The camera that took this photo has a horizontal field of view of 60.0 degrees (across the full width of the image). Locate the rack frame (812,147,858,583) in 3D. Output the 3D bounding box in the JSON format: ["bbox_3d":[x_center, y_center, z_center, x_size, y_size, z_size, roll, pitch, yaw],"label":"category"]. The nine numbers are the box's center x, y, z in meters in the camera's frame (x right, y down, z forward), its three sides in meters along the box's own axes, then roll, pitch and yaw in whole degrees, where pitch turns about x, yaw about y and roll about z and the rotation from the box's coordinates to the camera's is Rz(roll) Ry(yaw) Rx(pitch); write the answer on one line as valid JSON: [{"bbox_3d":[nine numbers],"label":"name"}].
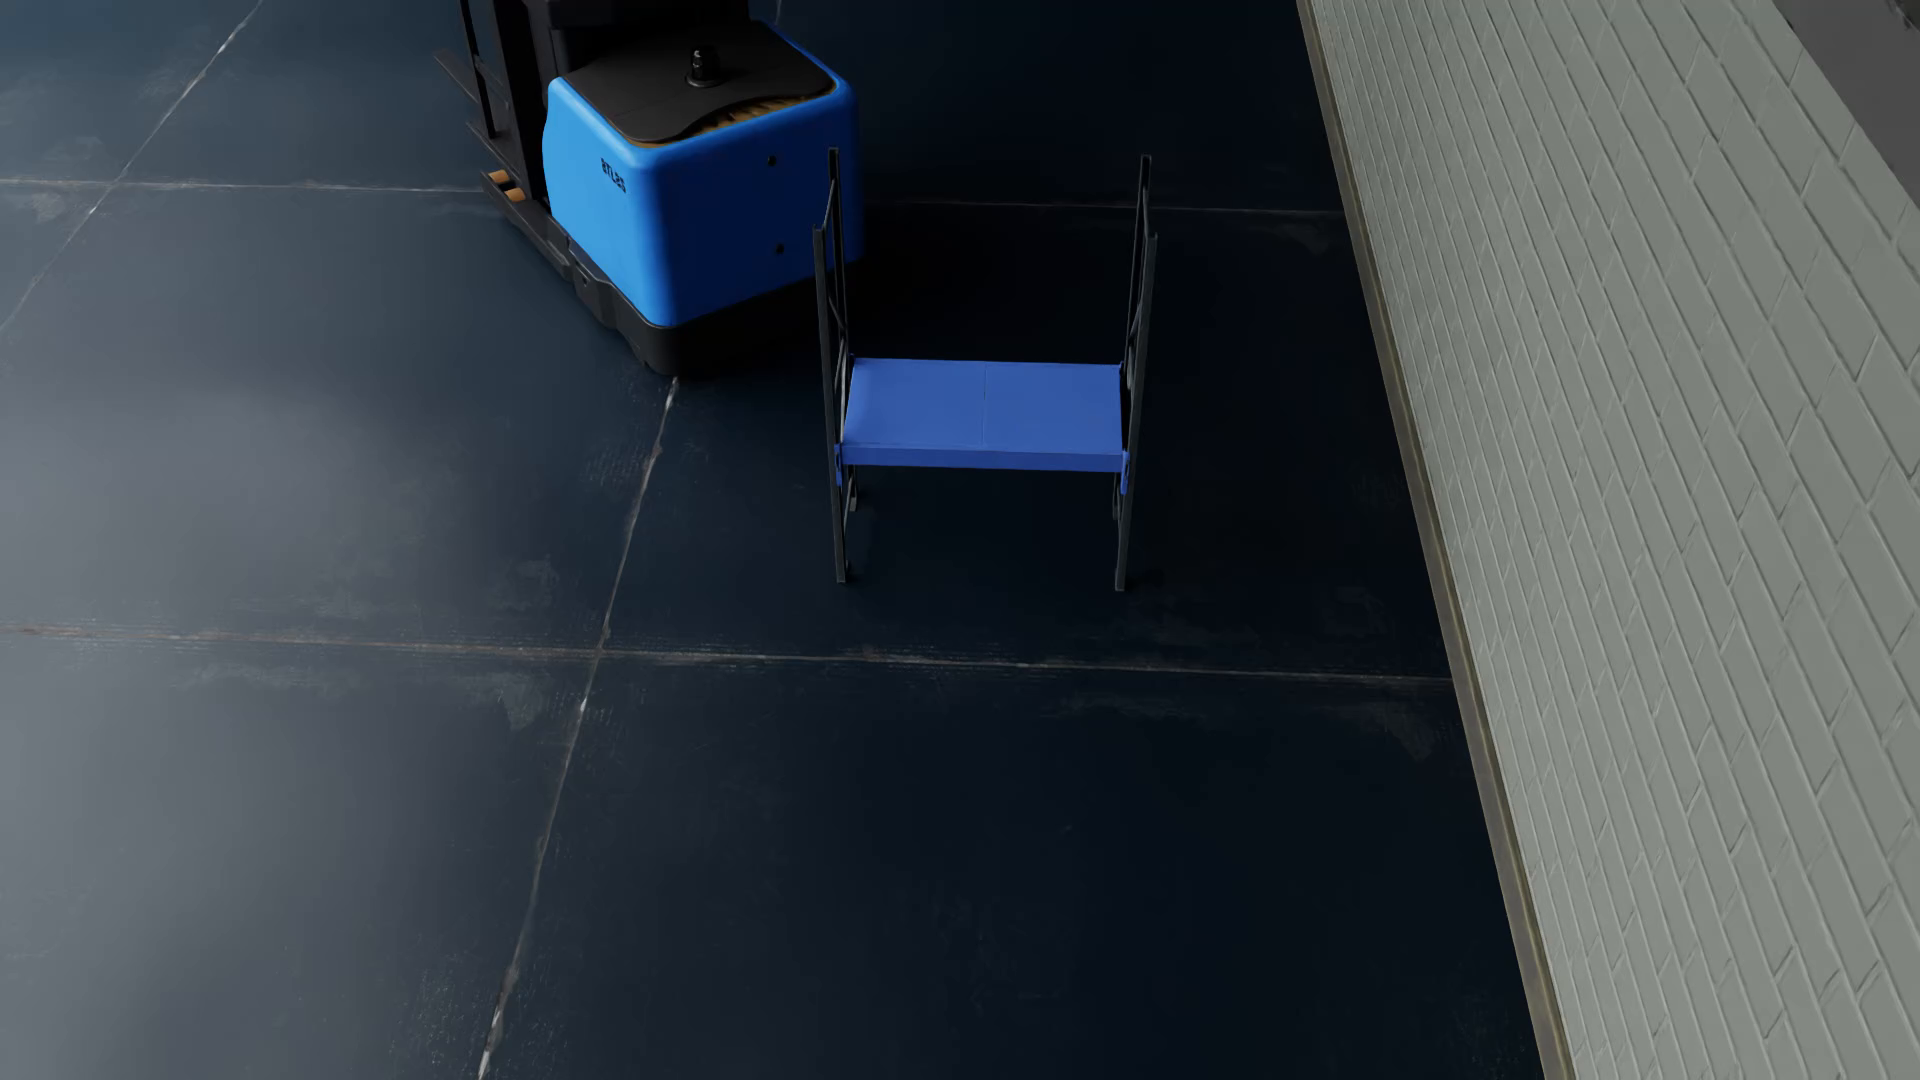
[{"bbox_3d":[-0.423,-0.562,5.753,0.032,1.500,0.500,2,43,2],"label":"rack frame"}]

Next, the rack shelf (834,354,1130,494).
[{"bbox_3d":[0.085,-0.415,5.859,1.000,0.185,0.538,2,43,2],"label":"rack shelf"}]

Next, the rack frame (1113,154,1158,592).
[{"bbox_3d":[0.593,-0.531,5.719,0.032,1.500,0.500,2,43,2],"label":"rack frame"}]

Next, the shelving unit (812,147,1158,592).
[{"bbox_3d":[0.085,-0.546,5.736,1.048,1.500,0.538,2,43,2],"label":"shelving unit"}]

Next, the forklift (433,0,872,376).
[{"bbox_3d":[-1.625,-2.726,7.026,1.130,2.935,3.031,-25,48,-24],"label":"forklift"}]
